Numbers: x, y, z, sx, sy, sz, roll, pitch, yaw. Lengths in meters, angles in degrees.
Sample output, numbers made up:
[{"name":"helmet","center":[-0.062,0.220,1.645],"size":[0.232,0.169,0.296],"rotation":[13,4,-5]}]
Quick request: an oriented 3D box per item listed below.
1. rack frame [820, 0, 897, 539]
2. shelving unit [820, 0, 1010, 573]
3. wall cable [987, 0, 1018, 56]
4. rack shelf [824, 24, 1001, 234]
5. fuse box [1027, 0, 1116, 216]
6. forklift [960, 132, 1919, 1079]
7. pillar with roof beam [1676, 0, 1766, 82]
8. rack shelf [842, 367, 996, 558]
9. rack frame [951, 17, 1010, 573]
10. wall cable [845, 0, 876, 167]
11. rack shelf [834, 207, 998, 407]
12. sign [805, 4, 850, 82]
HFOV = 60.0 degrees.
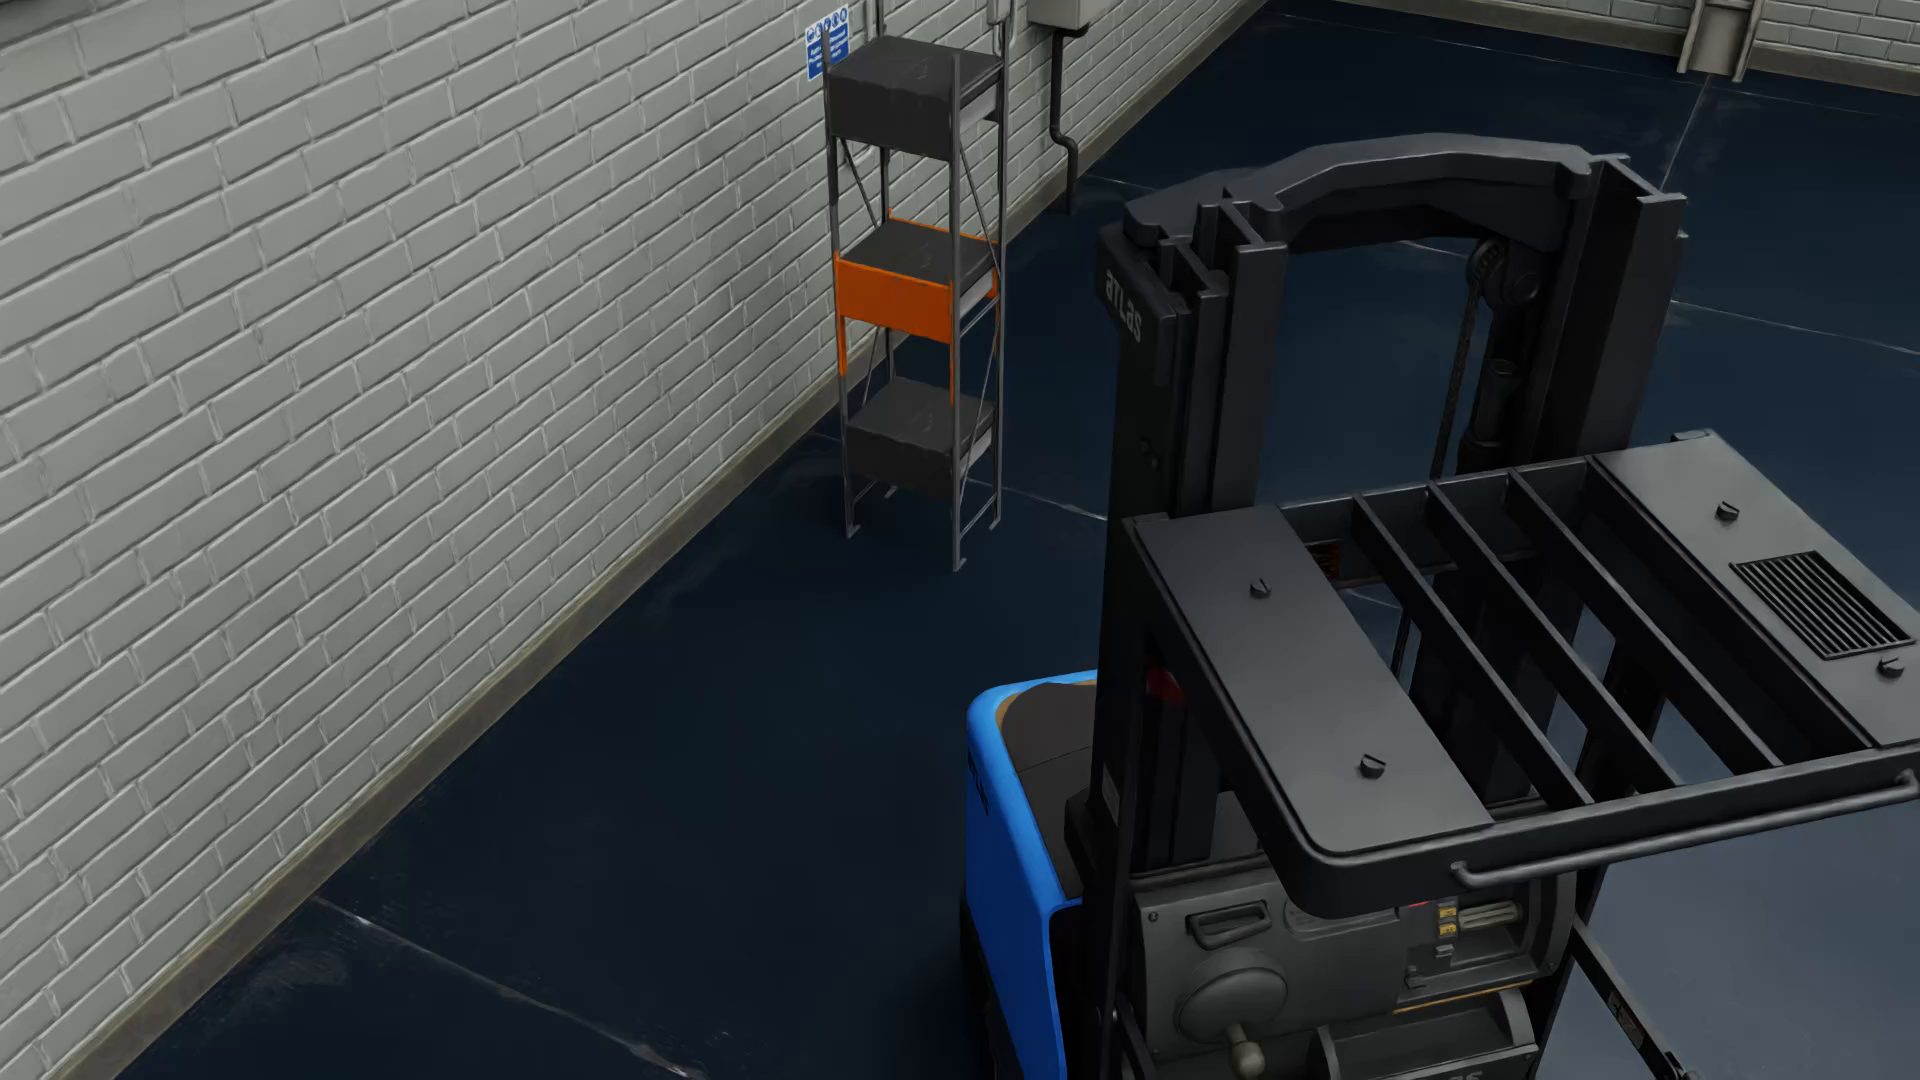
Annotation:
[{"name":"rack frame","center":[-0.364,-0.950,6.265],"size":[0.015,2.100,0.400],"rotation":[17,41,21]},{"name":"shelving unit","center":[-0.147,-0.882,6.176],"size":[0.503,2.100,0.431],"rotation":[17,41,21]},{"name":"wall cable","center":[0.189,-3.069,7.472],"size":[0.122,1.984,0.588],"rotation":[17,41,21]},{"name":"rack shelf","center":[-0.147,-1.429,5.761],"size":[0.480,0.518,0.431],"rotation":[17,41,21]},{"name":"fuse box","center":[0.642,-2.474,8.594],"size":[0.414,1.711,0.539],"rotation":[17,41,21]},{"name":"forklift","center":[0.859,0.881,3.165],"size":[1.130,2.935,3.031],"rotation":[-9,38,-11]},{"name":"pillar with roof beam","center":[2.884,-4.322,5.001],"size":[0.400,9.000,9.100],"rotation":[17,41,21]},{"name":"rack shelf","center":[-0.147,-0.314,6.607],"size":[0.480,0.518,0.431],"rotation":[17,41,21]},{"name":"rack frame","center":[0.070,-0.815,6.086],"size":[0.015,2.100,0.400],"rotation":[17,41,21]},{"name":"wall cable","center":[-0.453,-2.317,6.455],"size":[0.123,1.953,0.585],"rotation":[17,41,21]},{"name":"rack shelf","center":[-0.147,-0.872,6.184],"size":[0.480,0.518,0.431],"rotation":[17,41,21]},{"name":"sign","center":[-0.530,-1.998,6.678],"size":[0.001,0.218,0.327],"rotation":[17,41,21]}]
